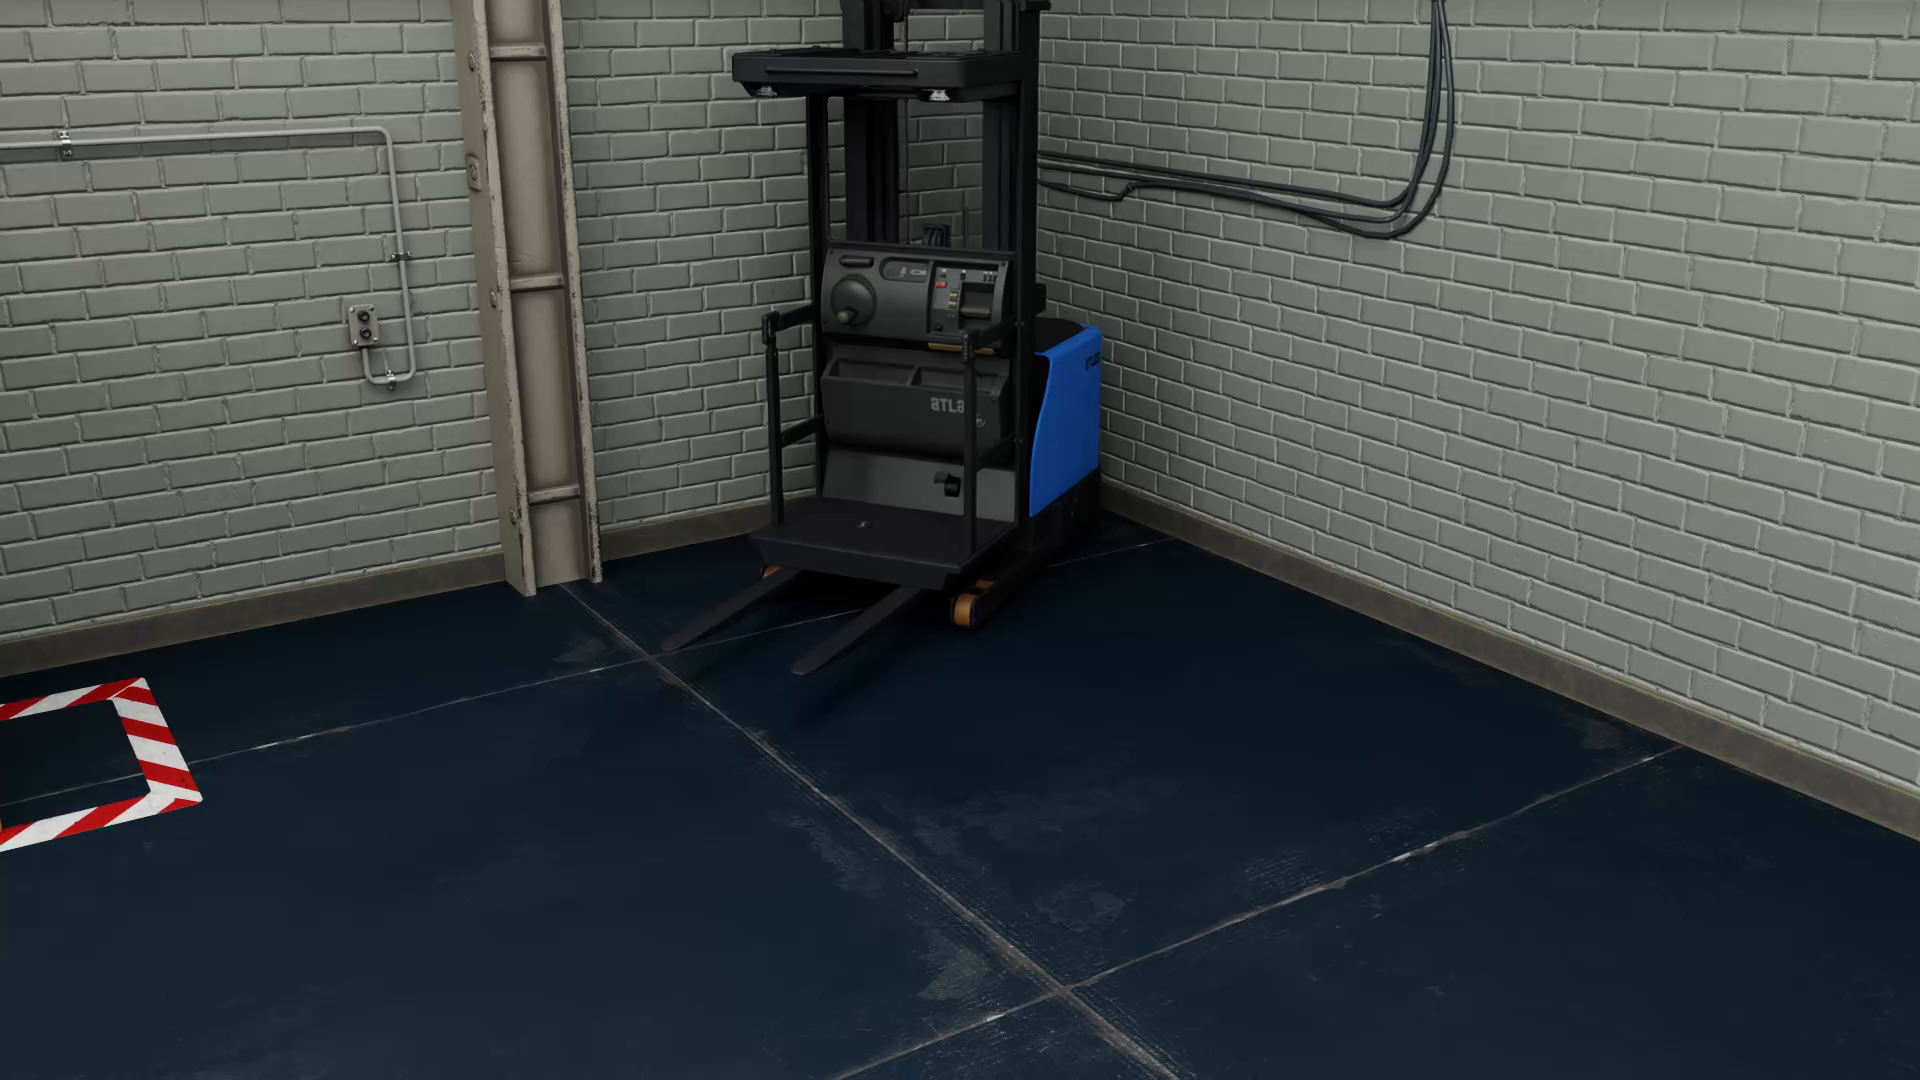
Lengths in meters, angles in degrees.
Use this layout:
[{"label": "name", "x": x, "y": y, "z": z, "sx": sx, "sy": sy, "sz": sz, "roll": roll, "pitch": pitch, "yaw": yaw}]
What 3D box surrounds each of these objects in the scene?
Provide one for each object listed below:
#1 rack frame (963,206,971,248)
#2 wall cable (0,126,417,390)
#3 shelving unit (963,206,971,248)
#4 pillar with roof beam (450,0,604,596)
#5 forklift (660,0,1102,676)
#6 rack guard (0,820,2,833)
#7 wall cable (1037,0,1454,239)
[{"label": "rack frame", "x": -0.014, "y": -1.078, "z": 9.307, "sx": 0.032, "sy": 1.500, "sz": 0.500, "roll": -1, "pitch": 3, "yaw": -15}, {"label": "wall cable", "x": -3.225, "y": -1.480, "z": 6.851, "sx": 1.851, "sy": 1.984, "sz": 0.084, "roll": -12, "pitch": 22, "yaw": -31}, {"label": "shelving unit", "x": 0.476, "y": -1.090, "z": 9.442, "sx": 1.048, "sy": 1.500, "sz": 0.538, "roll": -1, "pitch": 3, "yaw": -15}, {"label": "pillar with roof beam", "x": 0.373, "y": -2.917, "z": 3.323, "sx": 0.400, "sy": 9.000, "sz": 9.100, "roll": -12, "pitch": 22, "yaw": -31}, {"label": "forklift", "x": -0.301, "y": -1.138, "z": 7.533, "sx": 1.130, "sy": 2.935, "sz": 3.031, "roll": 8, "pitch": 20, "yaw": 23}, {"label": "rack guard", "x": -3.754, "y": 0.660, "z": 6.011, "sx": 0.348, "sy": 0.500, "sz": 1.175, "roll": -12, "pitch": 22, "yaw": -31}, {"label": "wall cable", "x": 1.146, "y": -2.791, "z": 7.799, "sx": 0.112, "sy": 2.526, "sz": 3.097, "roll": -12, "pitch": 22, "yaw": -31}]
